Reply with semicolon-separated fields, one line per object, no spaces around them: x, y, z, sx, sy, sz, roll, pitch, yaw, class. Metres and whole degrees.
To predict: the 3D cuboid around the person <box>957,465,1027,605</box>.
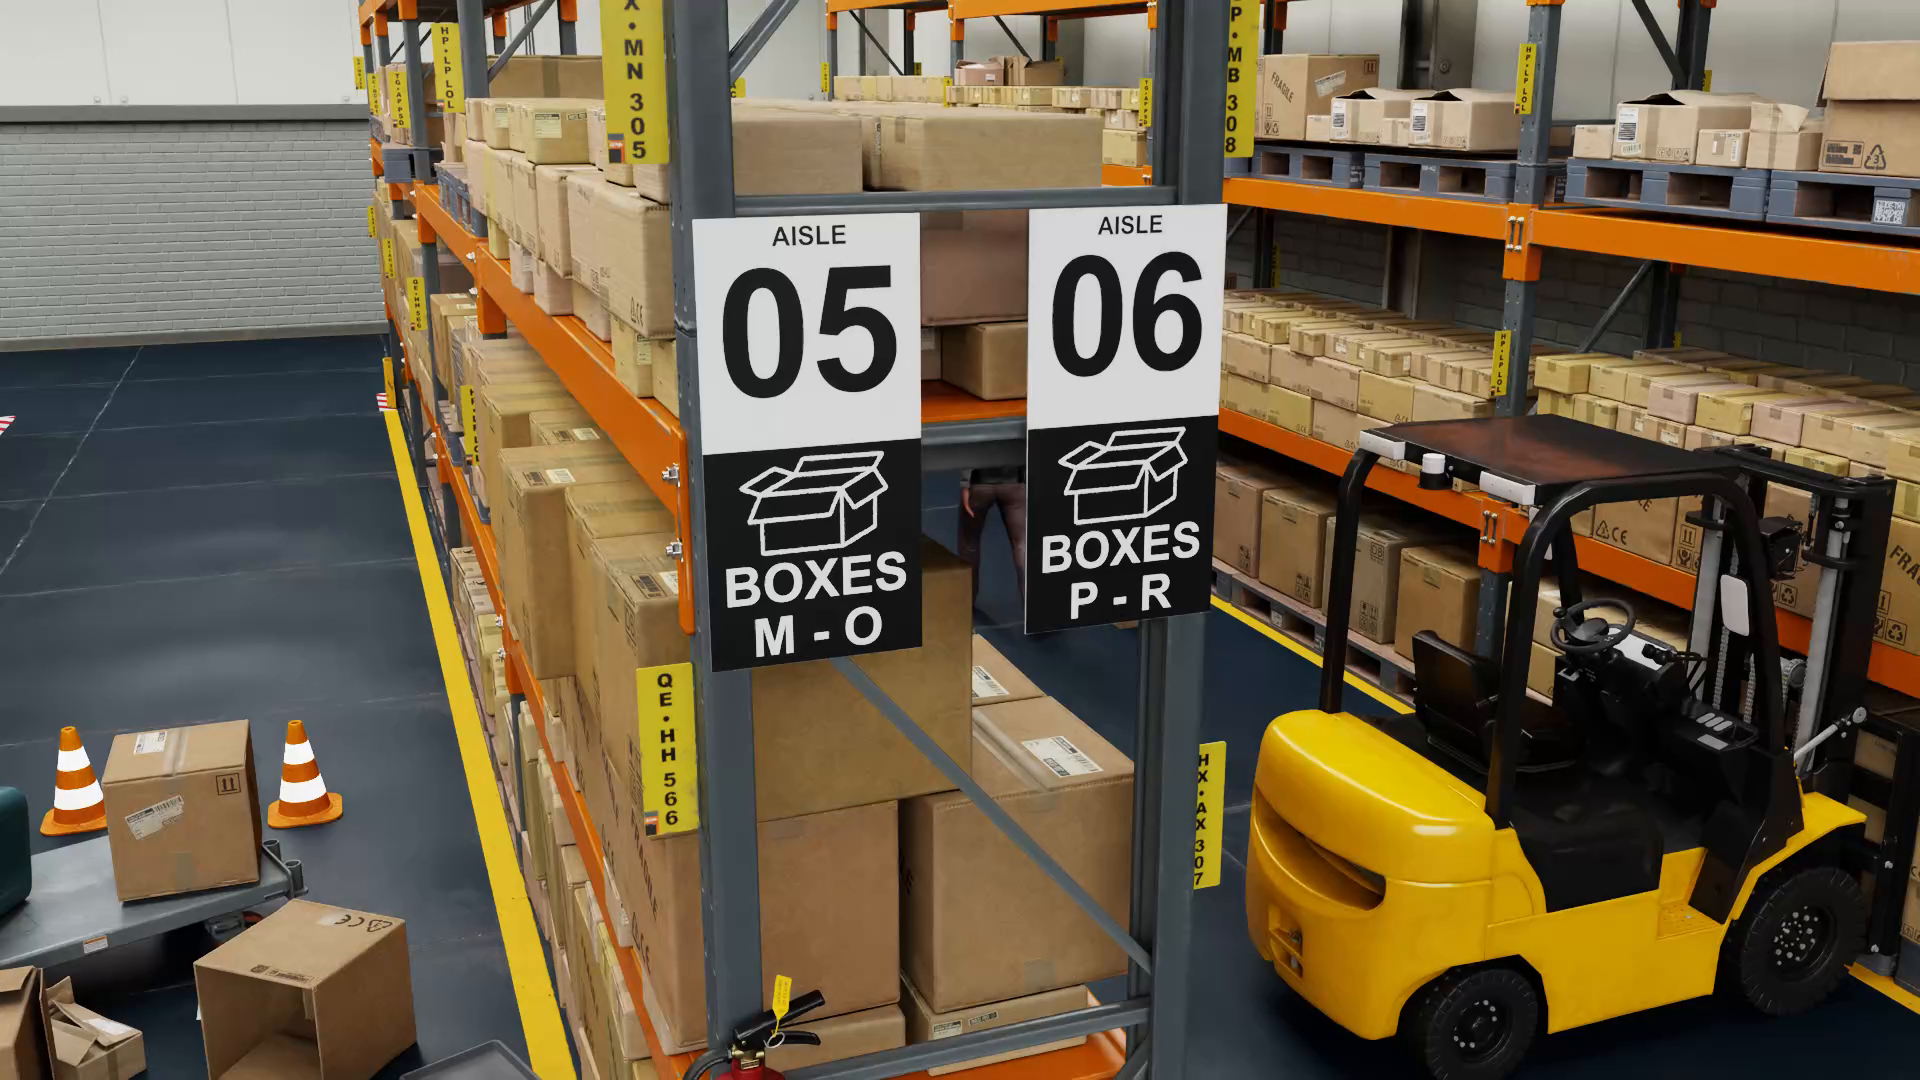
0.258;-0.332;10.772;0.586;1.706;0.923;-4;16;-15;person
